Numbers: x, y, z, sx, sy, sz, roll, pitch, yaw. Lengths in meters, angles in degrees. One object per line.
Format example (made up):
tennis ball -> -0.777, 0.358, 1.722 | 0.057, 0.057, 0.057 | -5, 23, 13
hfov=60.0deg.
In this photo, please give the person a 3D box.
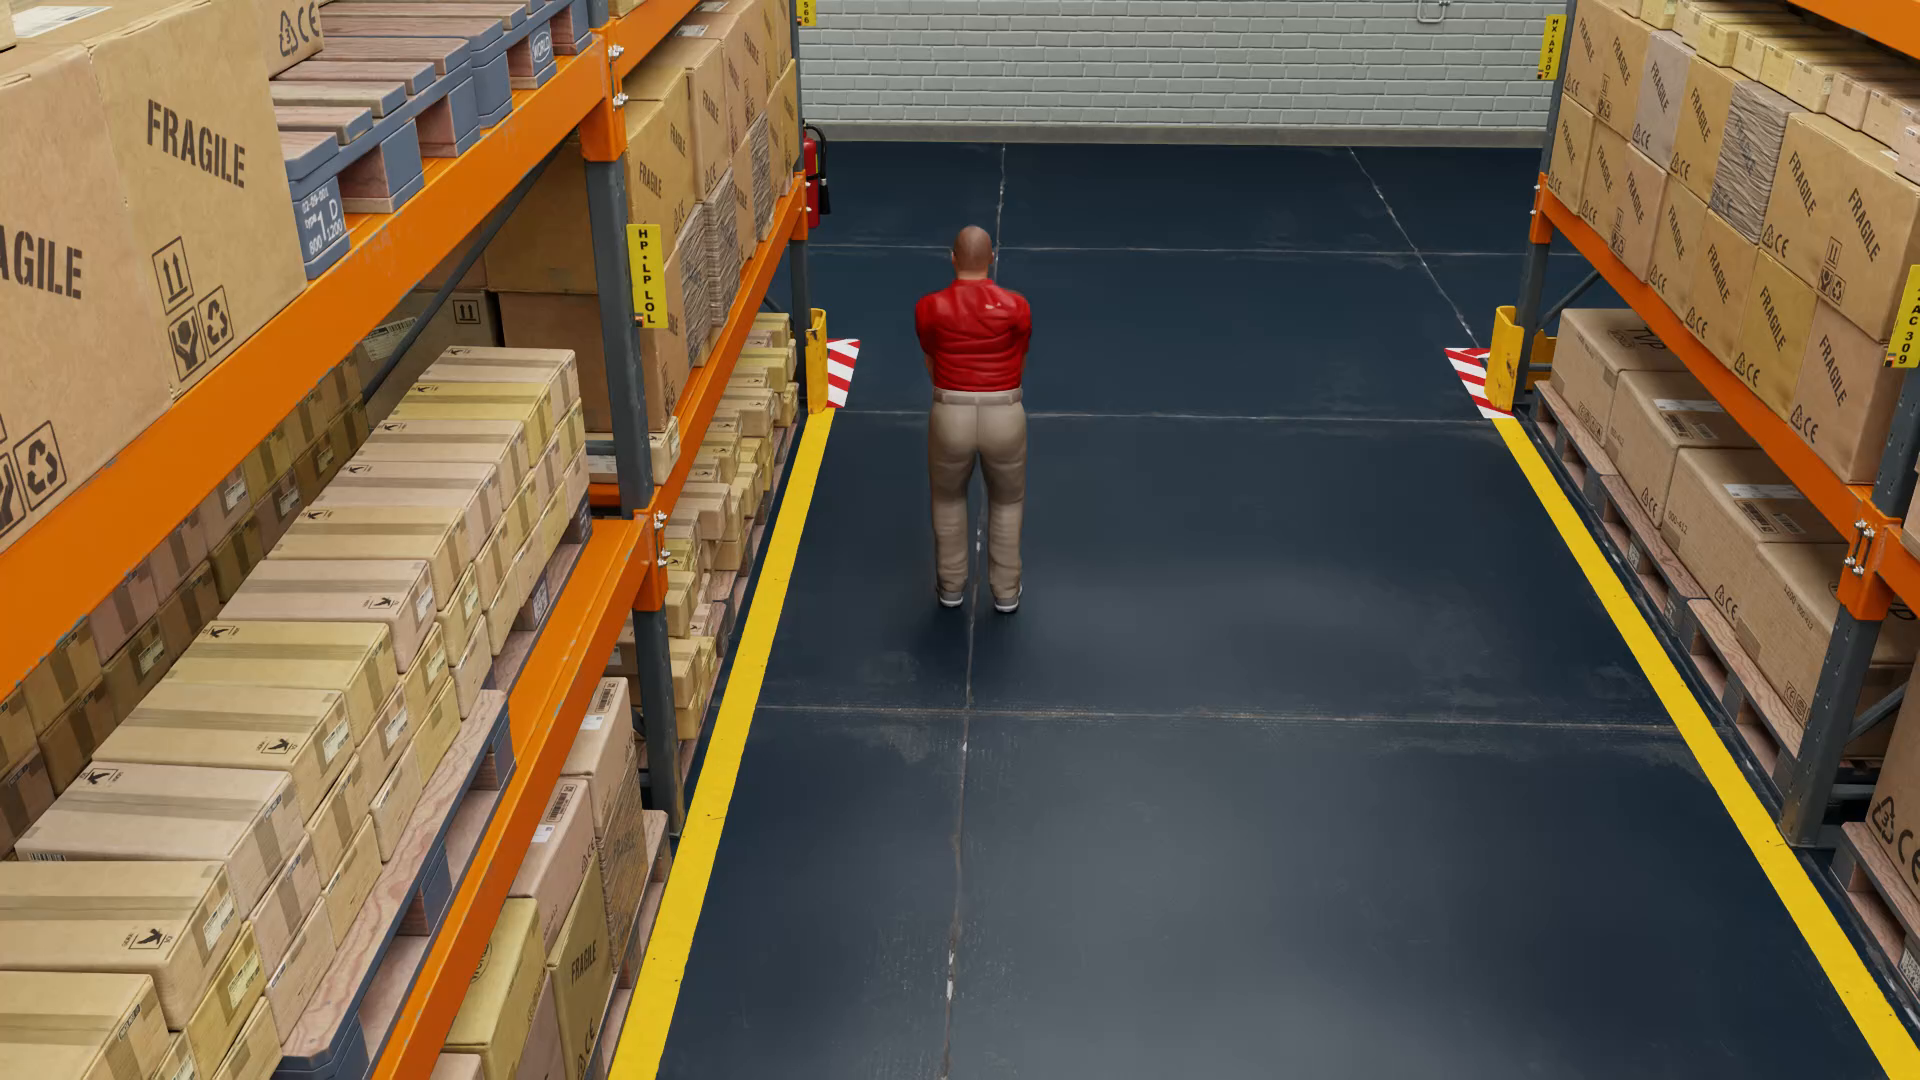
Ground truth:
person -> 0.056, -0.530, 7.155 | 0.489, 1.726, 0.553 | 0, 28, 1
